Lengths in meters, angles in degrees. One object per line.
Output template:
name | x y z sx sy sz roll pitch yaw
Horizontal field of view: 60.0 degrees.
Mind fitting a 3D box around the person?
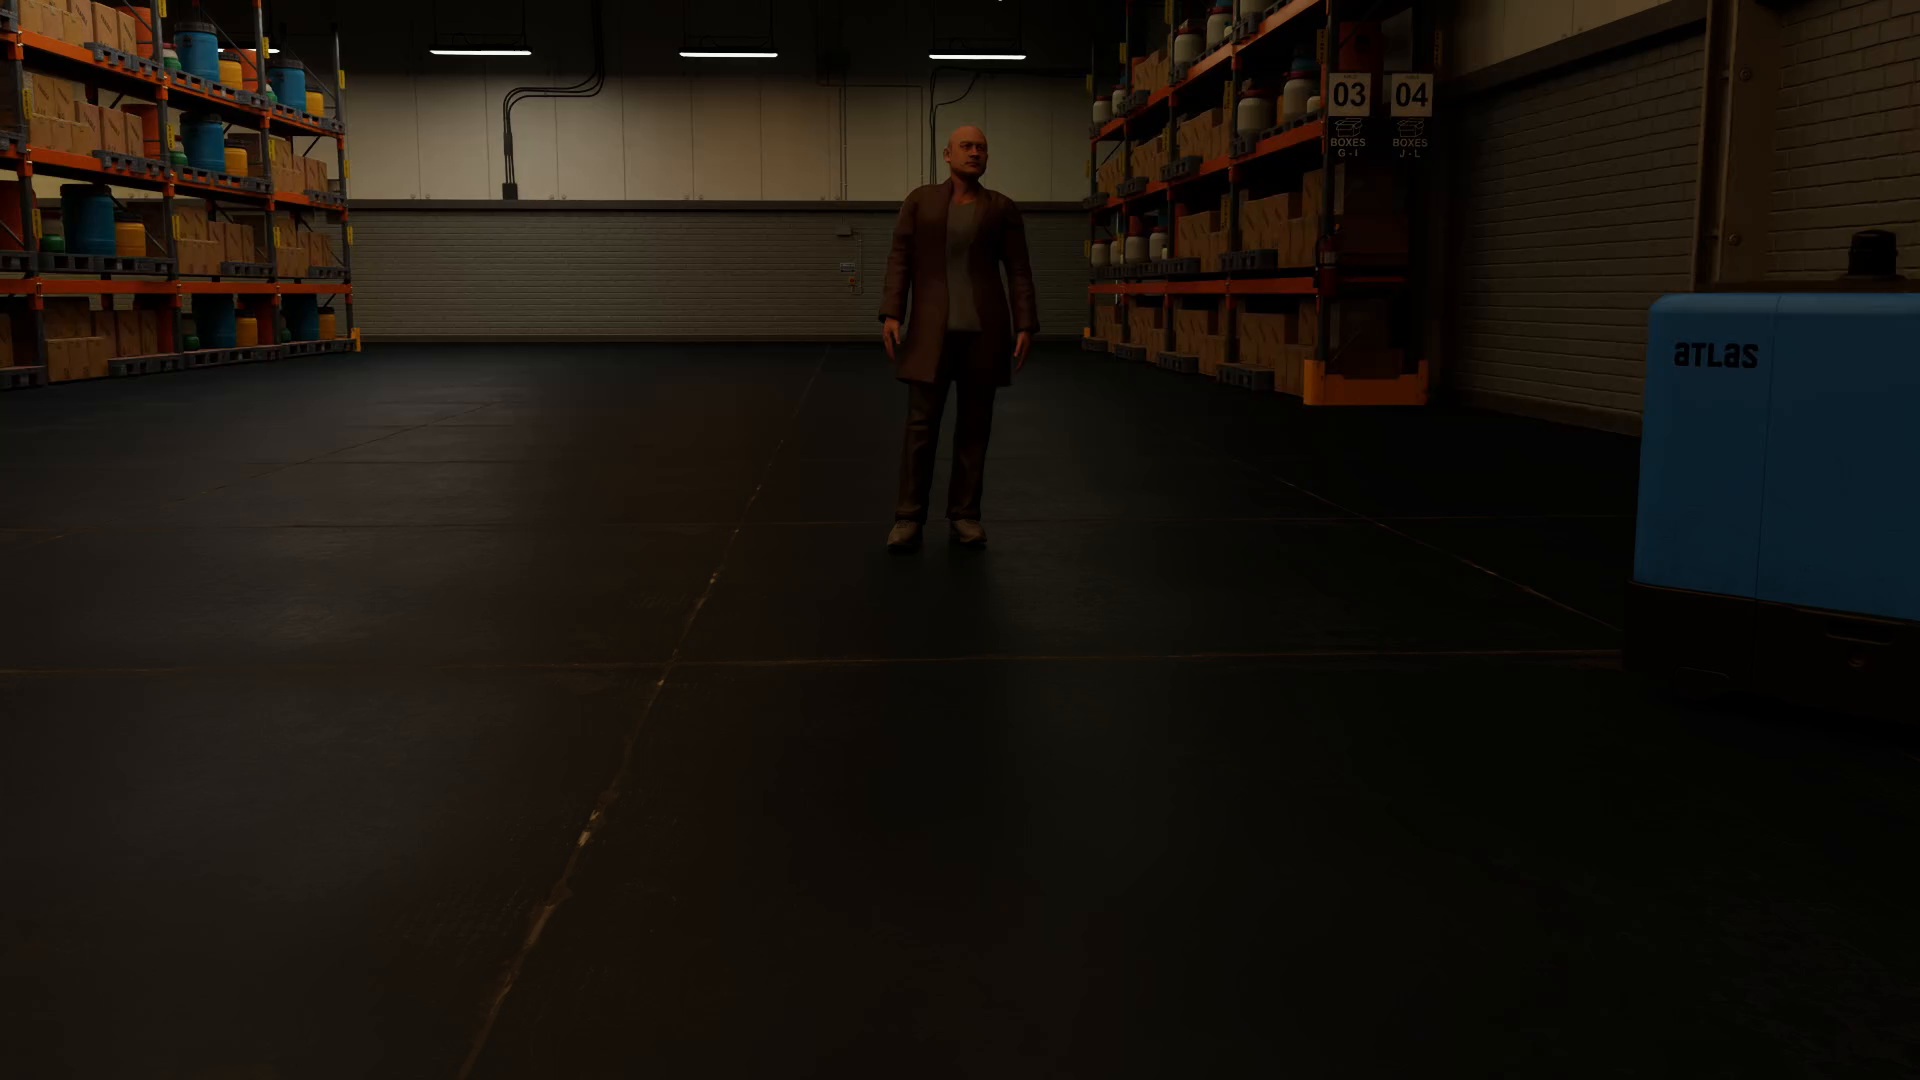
person | 0.001 -0.873 7.088 0.696 1.776 0.582 -1 8 -4

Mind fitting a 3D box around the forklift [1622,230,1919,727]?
forklift | 3.145 -0.917 3.507 1.130 2.935 3.031 -7 11 -41
